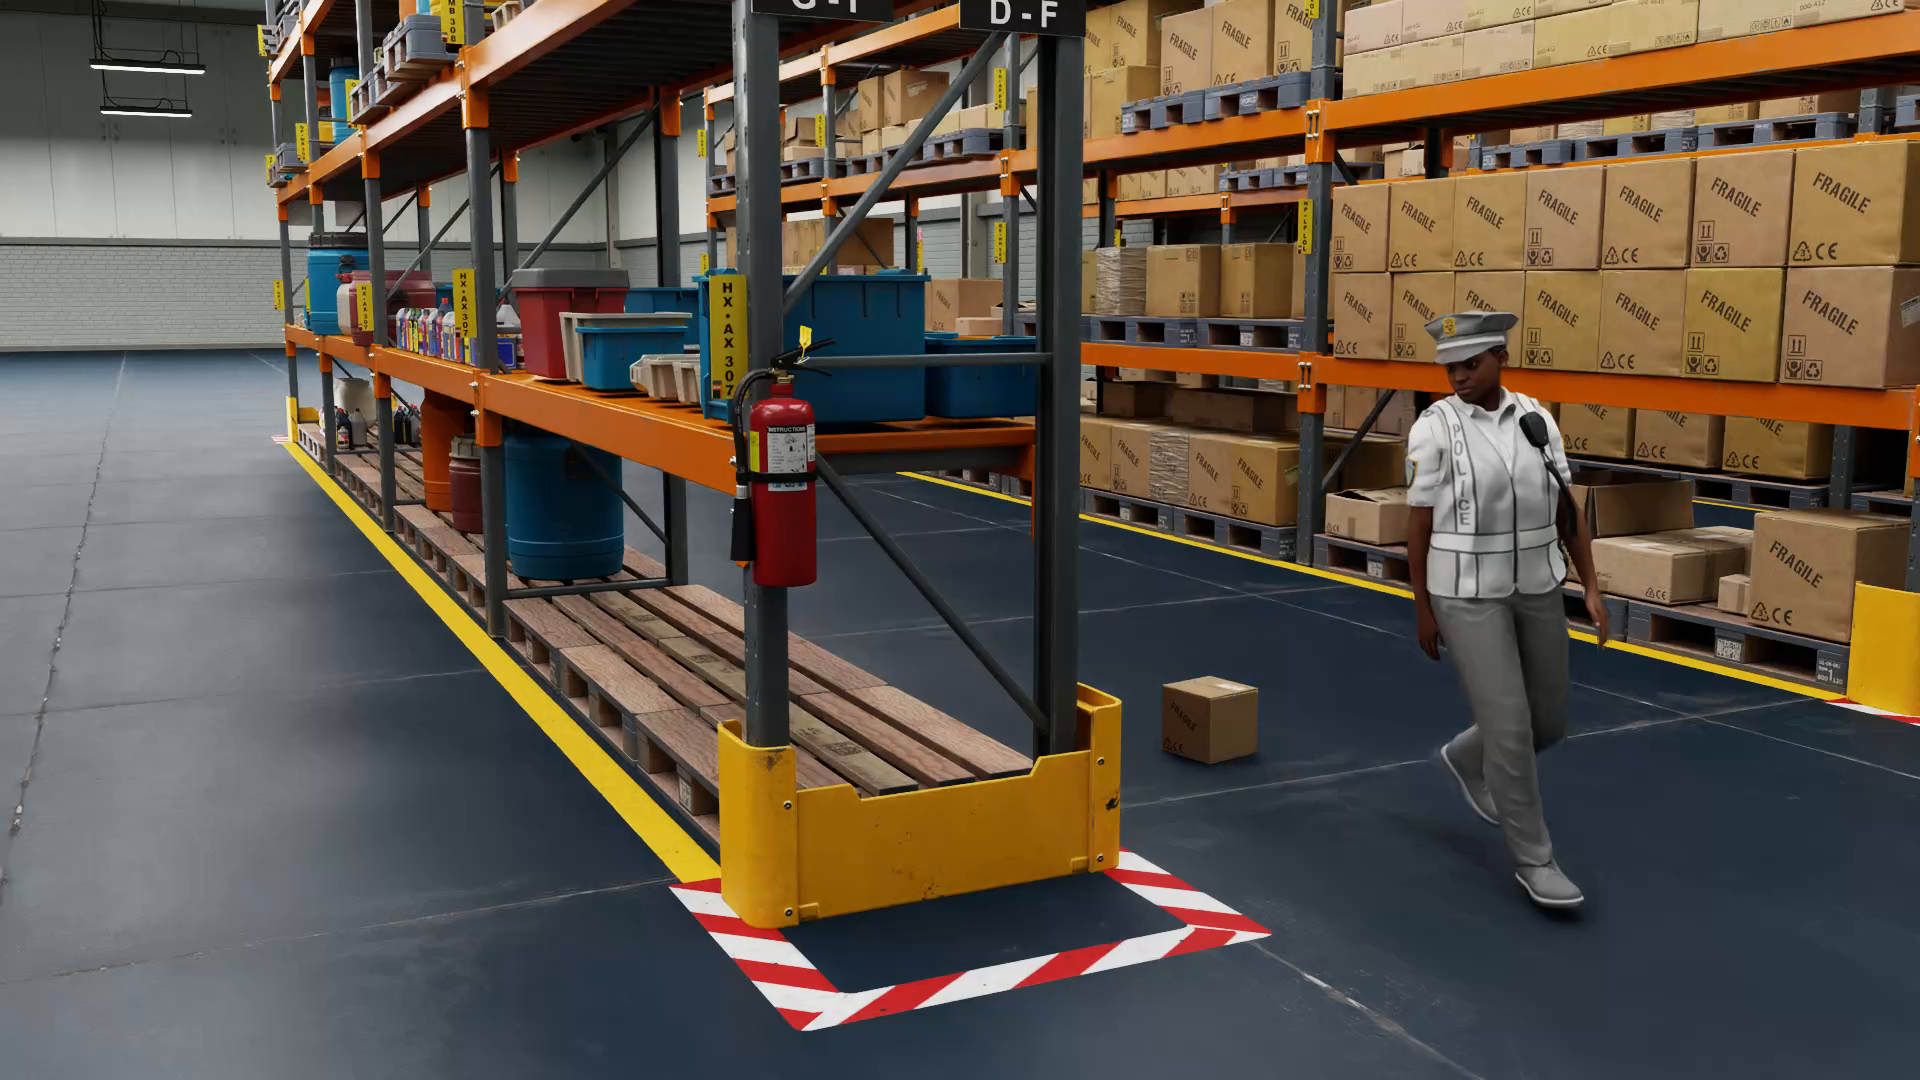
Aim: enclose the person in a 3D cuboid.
[{"bbox_3d":[1.527,0.161,4.760,0.525,1.623,0.785,-2,9,-11],"label":"person"}]
